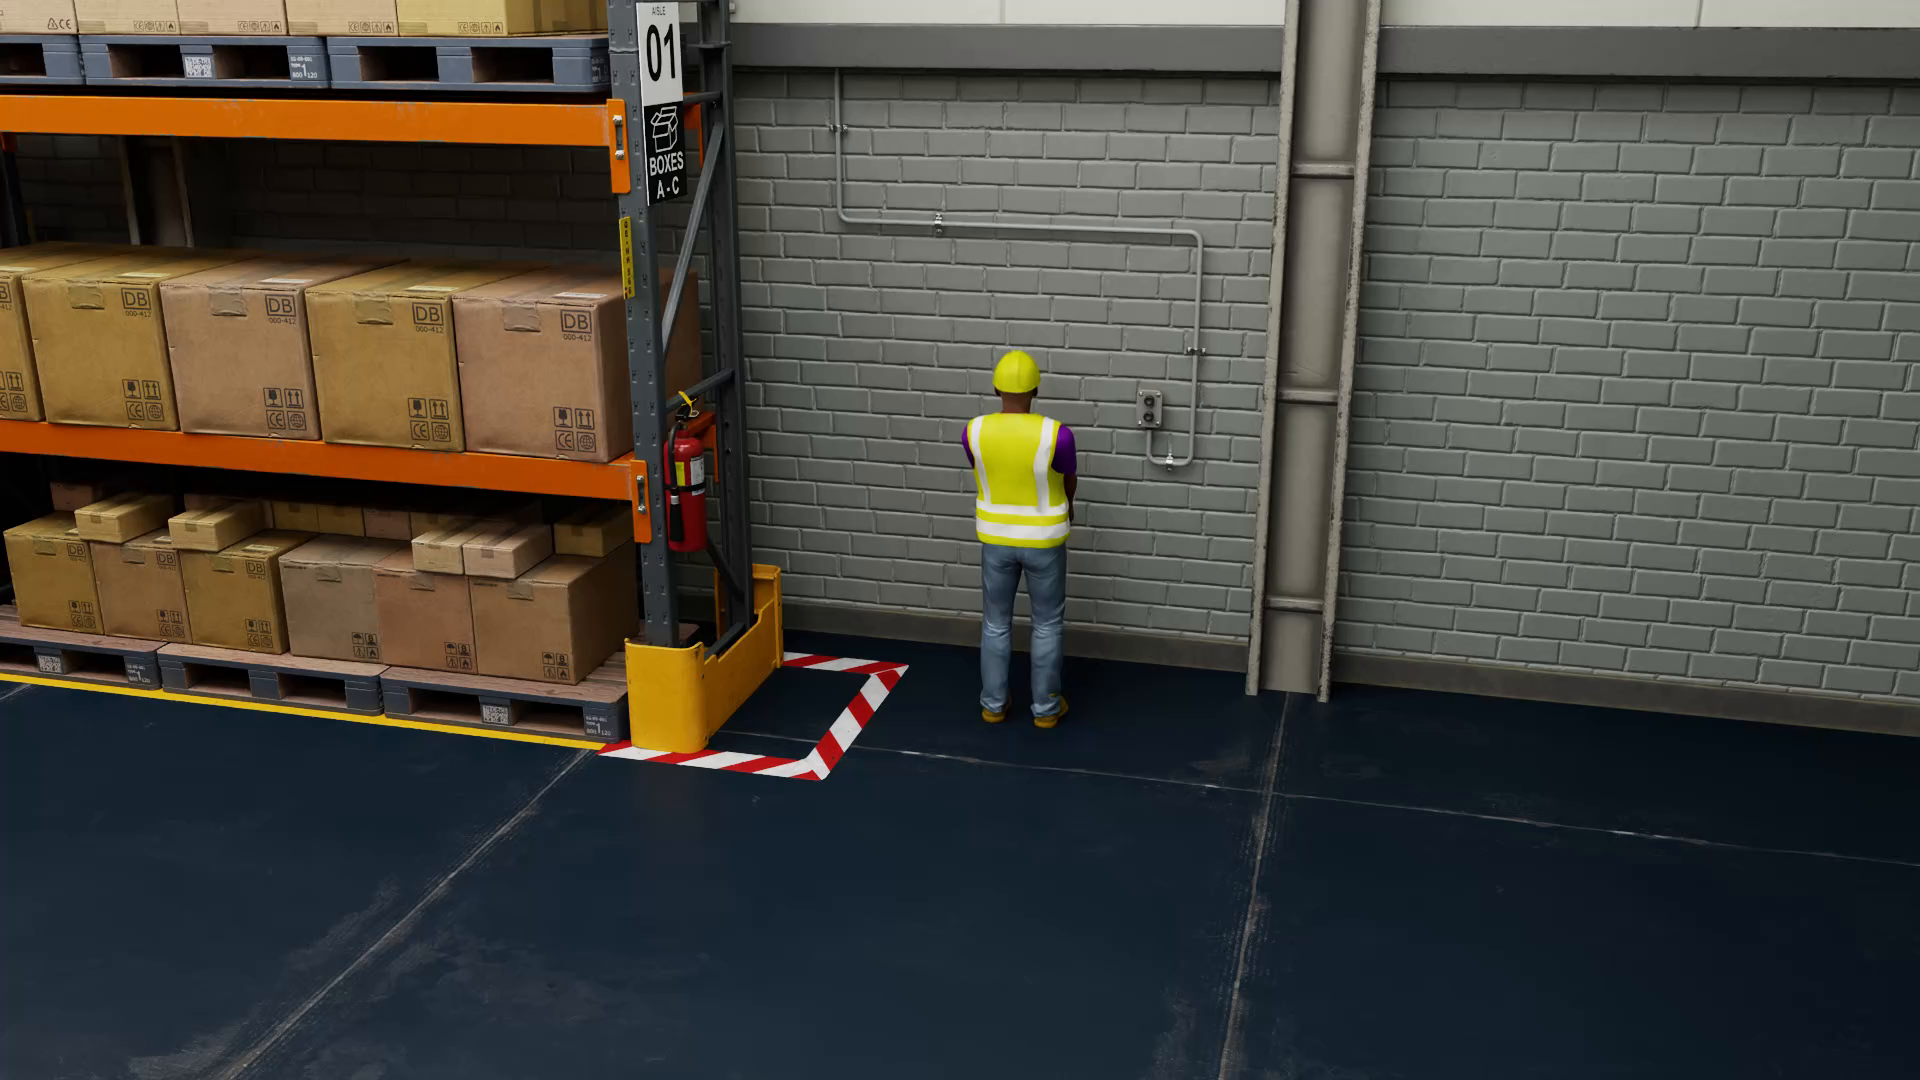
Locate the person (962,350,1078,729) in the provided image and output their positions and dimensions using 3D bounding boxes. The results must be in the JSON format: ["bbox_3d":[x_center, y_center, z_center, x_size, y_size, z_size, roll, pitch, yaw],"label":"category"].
[{"bbox_3d":[0.296,-0.032,7.625,0.503,1.760,0.587,5,19,14],"label":"person"}]
